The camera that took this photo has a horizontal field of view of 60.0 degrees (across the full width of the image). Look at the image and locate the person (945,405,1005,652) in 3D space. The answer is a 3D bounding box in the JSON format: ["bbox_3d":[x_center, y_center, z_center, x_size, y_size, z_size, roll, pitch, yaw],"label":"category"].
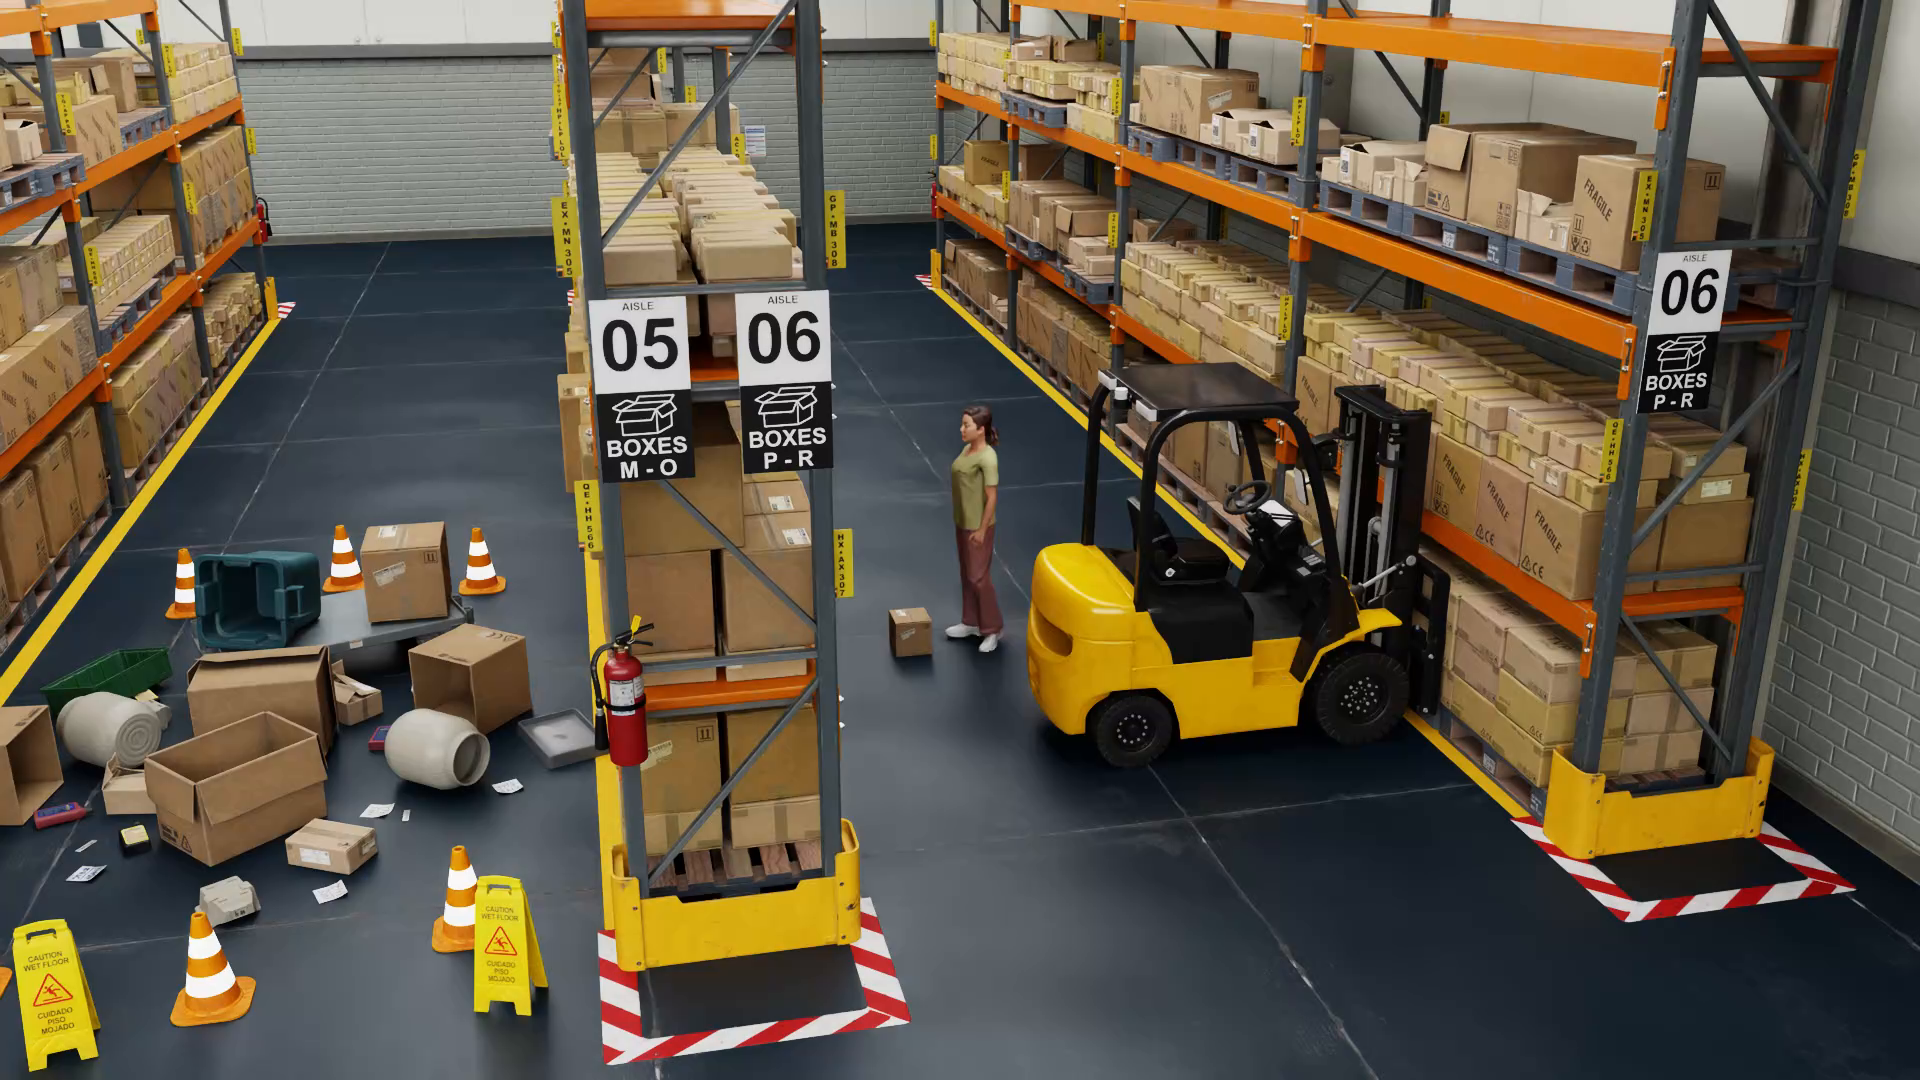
[{"bbox_3d":[0.114,-0.086,11.322,0.378,1.690,0.465,-7,21,-19],"label":"person"}]
